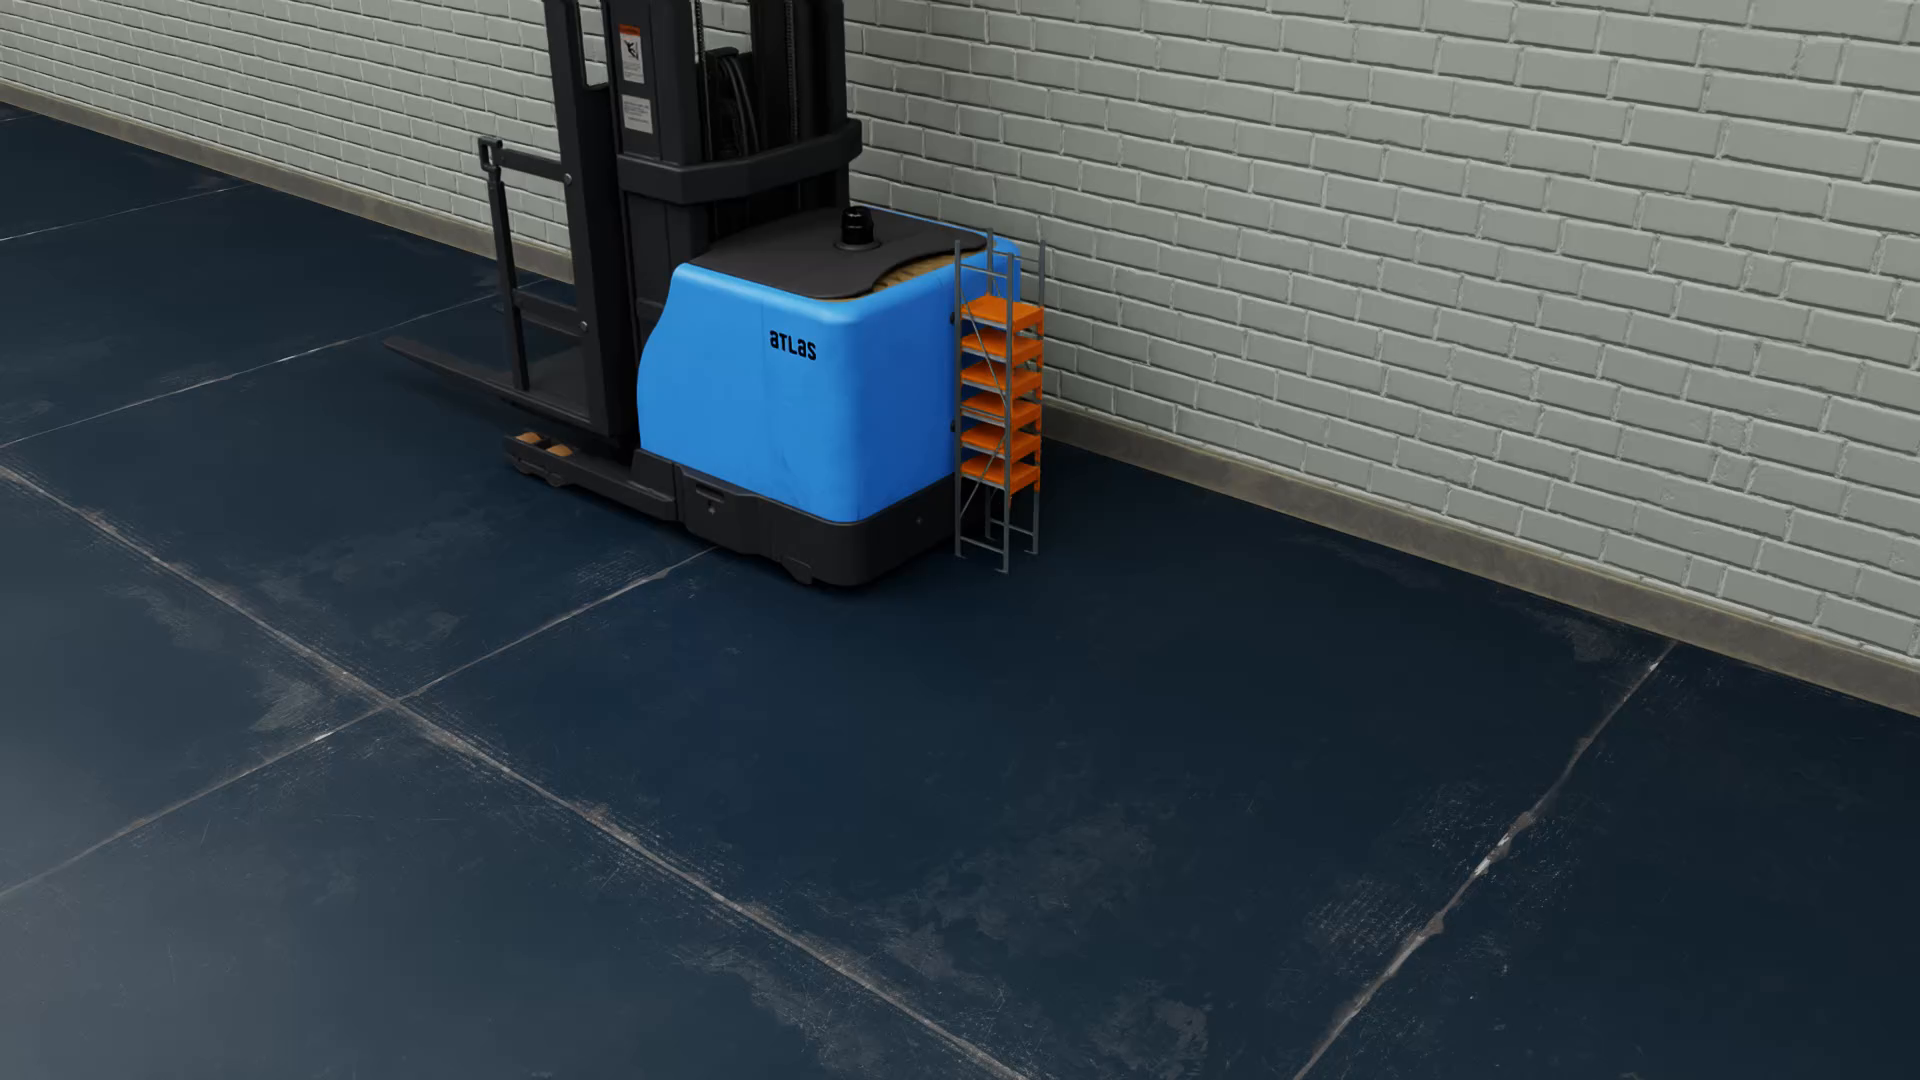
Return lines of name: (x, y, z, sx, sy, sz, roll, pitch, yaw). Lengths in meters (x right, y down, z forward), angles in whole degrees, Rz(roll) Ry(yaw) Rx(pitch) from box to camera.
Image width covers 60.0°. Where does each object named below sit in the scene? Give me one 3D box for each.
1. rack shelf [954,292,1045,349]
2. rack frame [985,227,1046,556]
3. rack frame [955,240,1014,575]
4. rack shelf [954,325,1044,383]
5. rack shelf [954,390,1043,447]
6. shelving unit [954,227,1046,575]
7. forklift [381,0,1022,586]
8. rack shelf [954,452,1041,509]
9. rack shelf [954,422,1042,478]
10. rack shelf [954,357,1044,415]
rack shelf: (0.135, -0.756, 5.718, 0.258, 0.103, 0.180, 20, 33, 33)
rack frame: (0.191, -0.509, 5.927, 0.240, 1.200, 0.006, 20, 33, 33)
rack frame: (0.079, -0.442, 5.799, 0.240, 1.200, 0.006, 20, 33, 33)
rack shelf: (0.135, -0.649, 5.773, 0.258, 0.103, 0.180, 20, 33, 33)
rack shelf: (0.135, -0.436, 5.883, 0.258, 0.103, 0.180, 20, 33, 33)
shelving unit: (0.135, -0.475, 5.863, 0.258, 1.200, 0.189, 20, 33, 33)
forklift: (-1.227, -1.683, 6.313, 3.031, 2.935, 1.130, 20, 34, 34)
rack shelf: (0.135, -0.223, 5.994, 0.258, 0.103, 0.180, 20, 33, 33)
rack shelf: (0.135, -0.329, 5.939, 0.258, 0.103, 0.180, 20, 33, 33)
rack shelf: (0.135, -0.542, 5.828, 0.258, 0.103, 0.180, 20, 33, 33)
